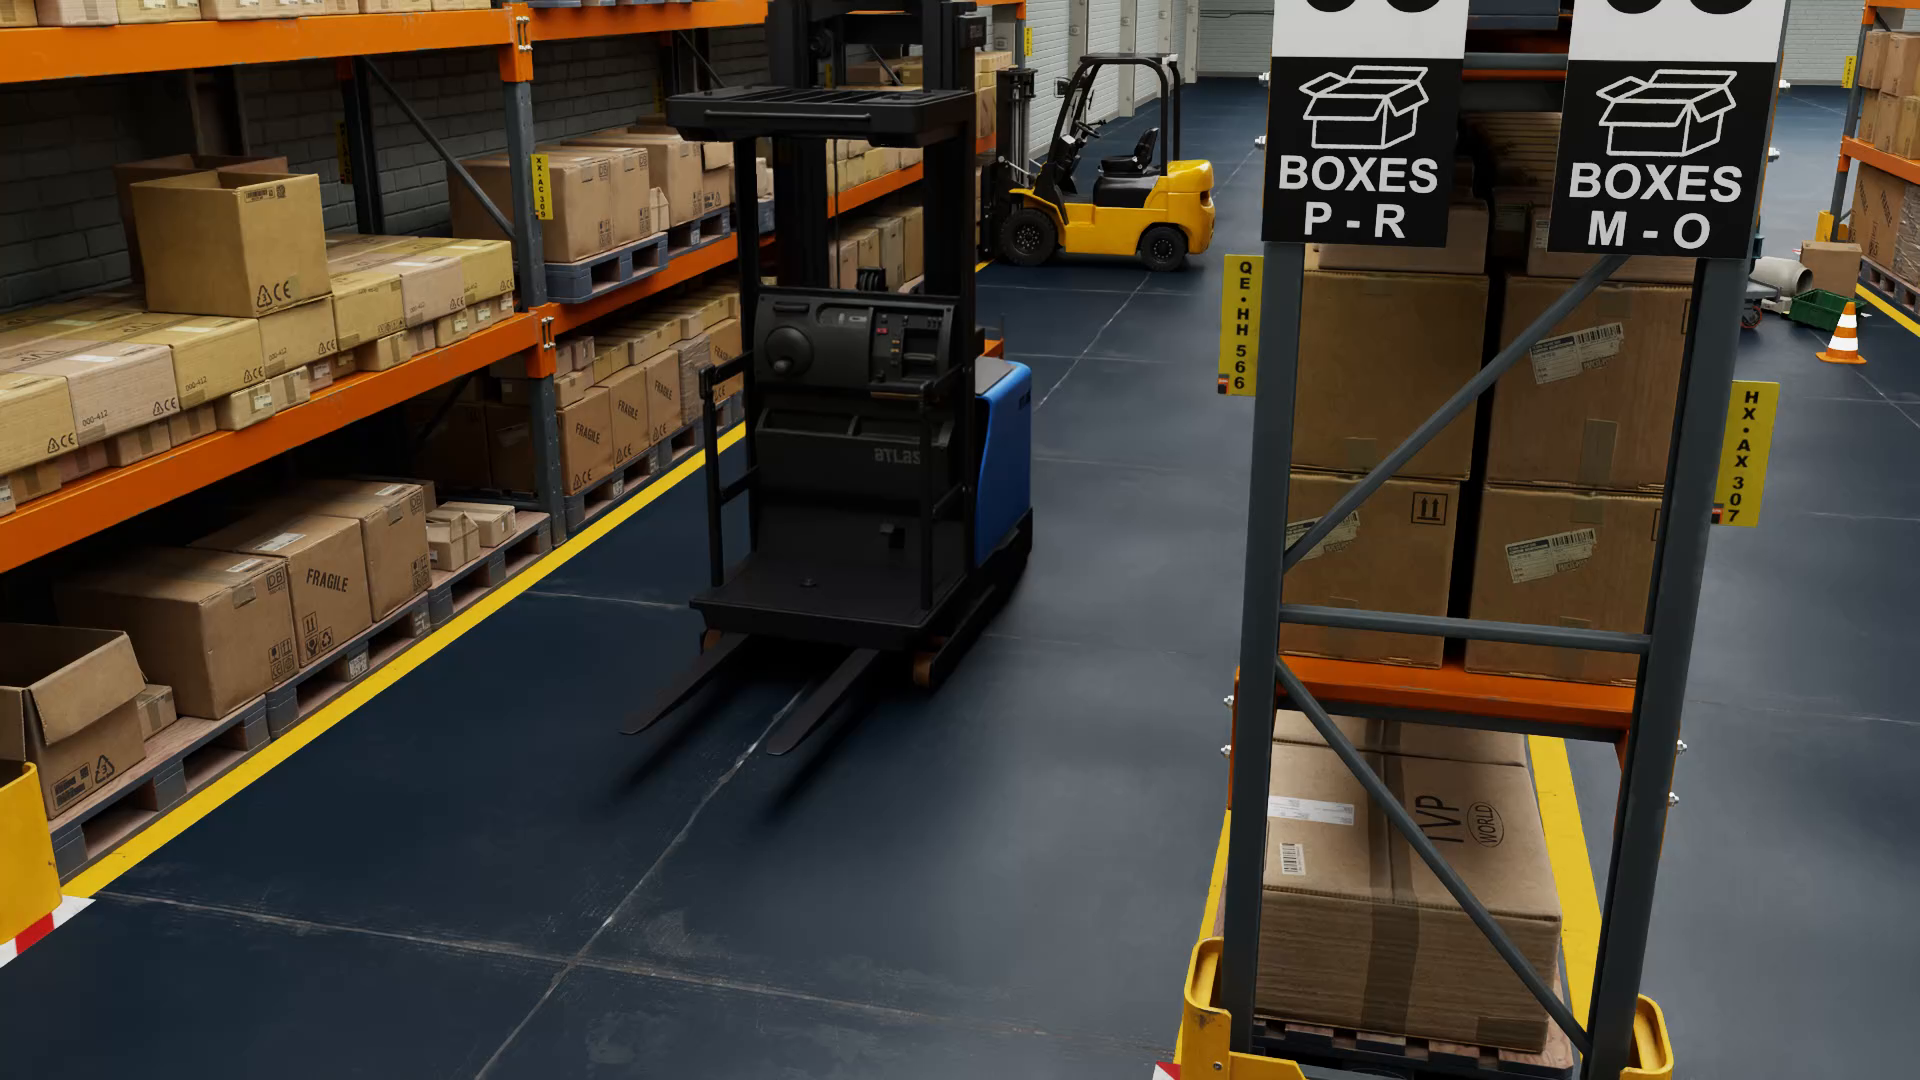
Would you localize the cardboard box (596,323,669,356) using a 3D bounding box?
[{"bbox_3d":[-2.059,-1.258,10.444,0.380,0.149,0.250,5,20,15],"label":"cardboard box"}]

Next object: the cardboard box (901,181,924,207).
[{"bbox_3d":[-0.285,-3.435,16.660,0.500,0.250,0.500,4,19,13],"label":"cardboard box"}]

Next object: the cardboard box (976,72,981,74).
[{"bbox_3d":[0.018,-4.939,17.849,0.380,0.149,0.250,5,19,13],"label":"cardboard box"}]

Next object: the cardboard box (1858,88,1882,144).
[{"bbox_3d":[9.862,-4.392,17.173,0.875,0.550,0.550,5,19,13],"label":"cardboard box"}]

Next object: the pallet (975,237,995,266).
[{"bbox_3d":[-0.177,-3.247,18.367,1.003,0.211,1.213,5,19,13],"label":"pallet"}]

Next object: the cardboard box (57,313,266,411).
[{"bbox_3d":[-3.024,-0.684,6.321,0.500,0.250,0.500,4,19,12],"label":"cardboard box"}]

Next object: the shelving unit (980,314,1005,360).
[{"bbox_3d":[0.051,-0.602,9.093,0.258,1.200,0.503,6,20,16],"label":"shelving unit"}]

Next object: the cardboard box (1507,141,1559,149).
[{"bbox_3d":[1.949,-1.185,5.310,0.380,0.149,0.250,4,19,12],"label":"cardboard box"}]

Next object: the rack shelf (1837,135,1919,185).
[{"bbox_3d":[9.420,-3.473,15.829,1.077,0.370,4.000,5,19,13],"label":"rack shelf"}]

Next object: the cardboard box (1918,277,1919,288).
[{"bbox_3d":[9.153,-2.572,14.714,0.875,0.875,0.875,5,19,14],"label":"cardboard box"}]

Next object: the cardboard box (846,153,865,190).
[{"bbox_3d":[-1.093,-3.051,13.713,0.500,0.250,0.500,4,19,12],"label":"cardboard box"}]

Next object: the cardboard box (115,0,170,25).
[{"bbox_3d":[-3.001,-1.874,5.781,0.380,0.149,0.250,5,19,13],"label":"cardboard box"}]

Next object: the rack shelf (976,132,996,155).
[{"bbox_3d":[-0.219,-4.224,18.025,1.077,0.370,4.000,5,19,13],"label":"rack shelf"}]

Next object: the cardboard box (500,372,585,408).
[{"bbox_3d":[-2.317,-0.844,9.231,0.380,0.149,0.250,6,20,16],"label":"cardboard box"}]

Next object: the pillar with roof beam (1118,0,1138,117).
[{"bbox_3d":[7.798,-13.185,33.866,9.100,9.000,0.400,5,19,13],"label":"pillar with roof beam"}]

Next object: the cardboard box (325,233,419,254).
[{"bbox_3d":[-3.045,-1.366,8.317,0.500,0.250,0.500,4,19,13],"label":"cardboard box"}]

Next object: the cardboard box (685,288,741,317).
[{"bbox_3d":[-1.704,-1.664,11.633,0.380,0.149,0.250,4,19,12],"label":"cardboard box"}]

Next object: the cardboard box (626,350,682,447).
[{"bbox_3d":[-2.079,-0.903,10.408,0.500,0.500,0.500,4,19,12],"label":"cardboard box"}]

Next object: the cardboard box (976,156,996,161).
[{"bbox_3d":[0.340,-4.232,18.994,0.500,0.250,0.500,5,19,14],"label":"cardboard box"}]

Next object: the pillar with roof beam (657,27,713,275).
[{"bbox_3d":[1.934,-5.662,11.843,9.100,9.000,0.400,5,19,13],"label":"pillar with roof beam"}]

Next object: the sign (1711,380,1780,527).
[{"bbox_3d":[1.711,-0.187,3.631,0.100,0.325,0.005,5,19,13],"label":"sign"}]

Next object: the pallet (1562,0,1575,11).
[{"bbox_3d":[1.642,-1.780,5.253,1.003,0.211,1.213,5,19,13],"label":"pallet"}]

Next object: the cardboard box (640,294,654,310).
[{"bbox_3d":[-2.345,-1.624,11.516,0.380,0.149,0.250,4,19,11],"label":"cardboard box"}]

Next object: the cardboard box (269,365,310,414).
[{"bbox_3d":[-2.886,-0.622,6.758,0.380,0.149,0.250,5,20,15],"label":"cardboard box"}]

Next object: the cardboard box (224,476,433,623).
[{"bbox_3d":[-2.898,0.034,7.665,0.700,0.500,0.500,4,19,11],"label":"cardboard box"}]

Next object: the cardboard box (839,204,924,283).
[{"bbox_3d":[-0.824,-2.848,15.908,0.875,0.625,0.625,6,20,16],"label":"cardboard box"}]

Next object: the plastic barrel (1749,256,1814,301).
[{"bbox_3d":[7.721,-2.445,15.690,0.421,0.421,0.512,-13,23,-34],"label":"plastic barrel"}]

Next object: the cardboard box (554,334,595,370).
[{"bbox_3d":[-2.300,-1.070,9.433,0.380,0.149,0.250,4,19,11],"label":"cardboard box"}]

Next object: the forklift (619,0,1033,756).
[{"bbox_3d":[-0.539,-0.878,7.223,1.130,2.935,3.031,6,20,16],"label":"forklift"}]

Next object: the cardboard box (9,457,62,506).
[{"bbox_3d":[-3.276,-0.222,5.585,0.380,0.149,0.250,5,20,15],"label":"cardboard box"}]

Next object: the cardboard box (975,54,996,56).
[{"bbox_3d":[0.186,-5.321,18.506,0.380,0.149,0.250,5,19,14],"label":"cardboard box"}]

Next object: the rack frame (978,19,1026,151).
[{"bbox_3d":[0.269,-5.191,19.744,1.000,3.000,0.127,5,19,13],"label":"rack frame"}]

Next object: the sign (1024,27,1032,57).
[{"bbox_3d":[0.792,-5.804,19.380,0.100,0.325,0.005,5,19,13],"label":"sign"}]

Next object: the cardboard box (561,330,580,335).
[{"bbox_3d":[-2.586,-1.215,10.317,0.380,0.149,0.250,5,20,15],"label":"cardboard box"}]

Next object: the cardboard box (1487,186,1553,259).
[{"bbox_3d":[1.525,-0.790,4.154,0.380,0.149,0.250,5,20,15],"label":"cardboard box"}]

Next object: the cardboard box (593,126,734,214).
[{"bbox_3d":[-1.905,-2.405,10.778,0.797,0.503,0.637,4,19,12],"label":"cardboard box"}]

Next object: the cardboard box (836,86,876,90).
[{"bbox_3d":[-1.002,-4.198,15.680,0.380,0.149,0.250,4,19,12],"label":"cardboard box"}]

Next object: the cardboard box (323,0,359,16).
[{"bbox_3d":[-2.759,-2.276,6.959,0.380,0.149,0.250,5,20,15],"label":"cardboard box"}]

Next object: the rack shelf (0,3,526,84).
[{"bbox_3d":[-3.151,-1.882,6.529,1.077,0.370,4.000,5,19,13],"label":"rack shelf"}]

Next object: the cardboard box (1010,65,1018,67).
[{"bbox_3d":[0.456,-5.414,19.240,0.380,0.149,0.250,5,19,14],"label":"cardboard box"}]

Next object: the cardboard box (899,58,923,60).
[{"bbox_3d":[-0.487,-5.032,17.660,0.380,0.149,0.250,5,20,15],"label":"cardboard box"}]

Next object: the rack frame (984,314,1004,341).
[{"bbox_3d":[0.123,-0.677,9.314,0.240,1.200,0.015,6,20,16],"label":"rack frame"}]

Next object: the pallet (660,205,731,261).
[{"bbox_3d":[-2.156,-1.983,10.648,1.003,0.211,1.213,5,19,13],"label":"pallet"}]

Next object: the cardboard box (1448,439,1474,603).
[{"bbox_3d":[1.667,-0.121,4.746,0.500,0.500,0.500,4,19,13],"label":"cardboard box"}]

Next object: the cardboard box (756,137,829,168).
[{"bbox_3d":[-1.316,-2.967,12.691,0.500,0.250,0.500,5,19,13],"label":"cardboard box"}]

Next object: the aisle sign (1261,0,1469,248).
[{"bbox_3d":[0.856,-1.017,3.503,0.394,0.787,0.004,5,19,13],"label":"aisle sign"}]

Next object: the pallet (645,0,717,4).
[{"bbox_3d":[-2.185,-3.284,9.813,1.213,0.211,1.003,5,19,13],"label":"pallet"}]

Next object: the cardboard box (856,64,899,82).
[{"bbox_3d":[-0.821,-4.631,16.488,0.380,0.149,0.250,4,19,12],"label":"cardboard box"}]

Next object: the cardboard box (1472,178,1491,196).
[{"bbox_3d":[1.927,-0.914,5.522,0.500,0.500,0.500,5,19,14],"label":"cardboard box"}]

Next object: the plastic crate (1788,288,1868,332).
[{"bbox_3d":[7.703,-2.041,14.785,0.450,0.188,0.662,29,33,36],"label":"plastic crate"}]

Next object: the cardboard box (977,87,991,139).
[{"bbox_3d":[0.031,-4.582,17.808,0.500,0.500,0.500,5,19,14],"label":"cardboard box"}]

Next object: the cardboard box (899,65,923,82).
[{"bbox_3d":[-0.383,-4.599,16.393,0.380,0.149,0.250,5,19,14],"label":"cardboard box"}]

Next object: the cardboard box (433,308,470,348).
[{"bbox_3d":[-2.578,-1.024,7.934,0.380,0.149,0.250,5,20,15],"label":"cardboard box"}]

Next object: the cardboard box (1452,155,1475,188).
[{"bbox_3d":[1.322,-1.062,4.951,0.380,0.149,0.250,4,19,13],"label":"cardboard box"}]

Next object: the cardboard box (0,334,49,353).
[{"bbox_3d":[-3.658,-0.572,5.994,0.500,0.250,0.500,5,19,14],"label":"cardboard box"}]

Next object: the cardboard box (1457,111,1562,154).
[{"bbox_3d":[2.145,-1.593,6.506,0.380,0.149,0.250,5,19,13],"label":"cardboard box"}]
